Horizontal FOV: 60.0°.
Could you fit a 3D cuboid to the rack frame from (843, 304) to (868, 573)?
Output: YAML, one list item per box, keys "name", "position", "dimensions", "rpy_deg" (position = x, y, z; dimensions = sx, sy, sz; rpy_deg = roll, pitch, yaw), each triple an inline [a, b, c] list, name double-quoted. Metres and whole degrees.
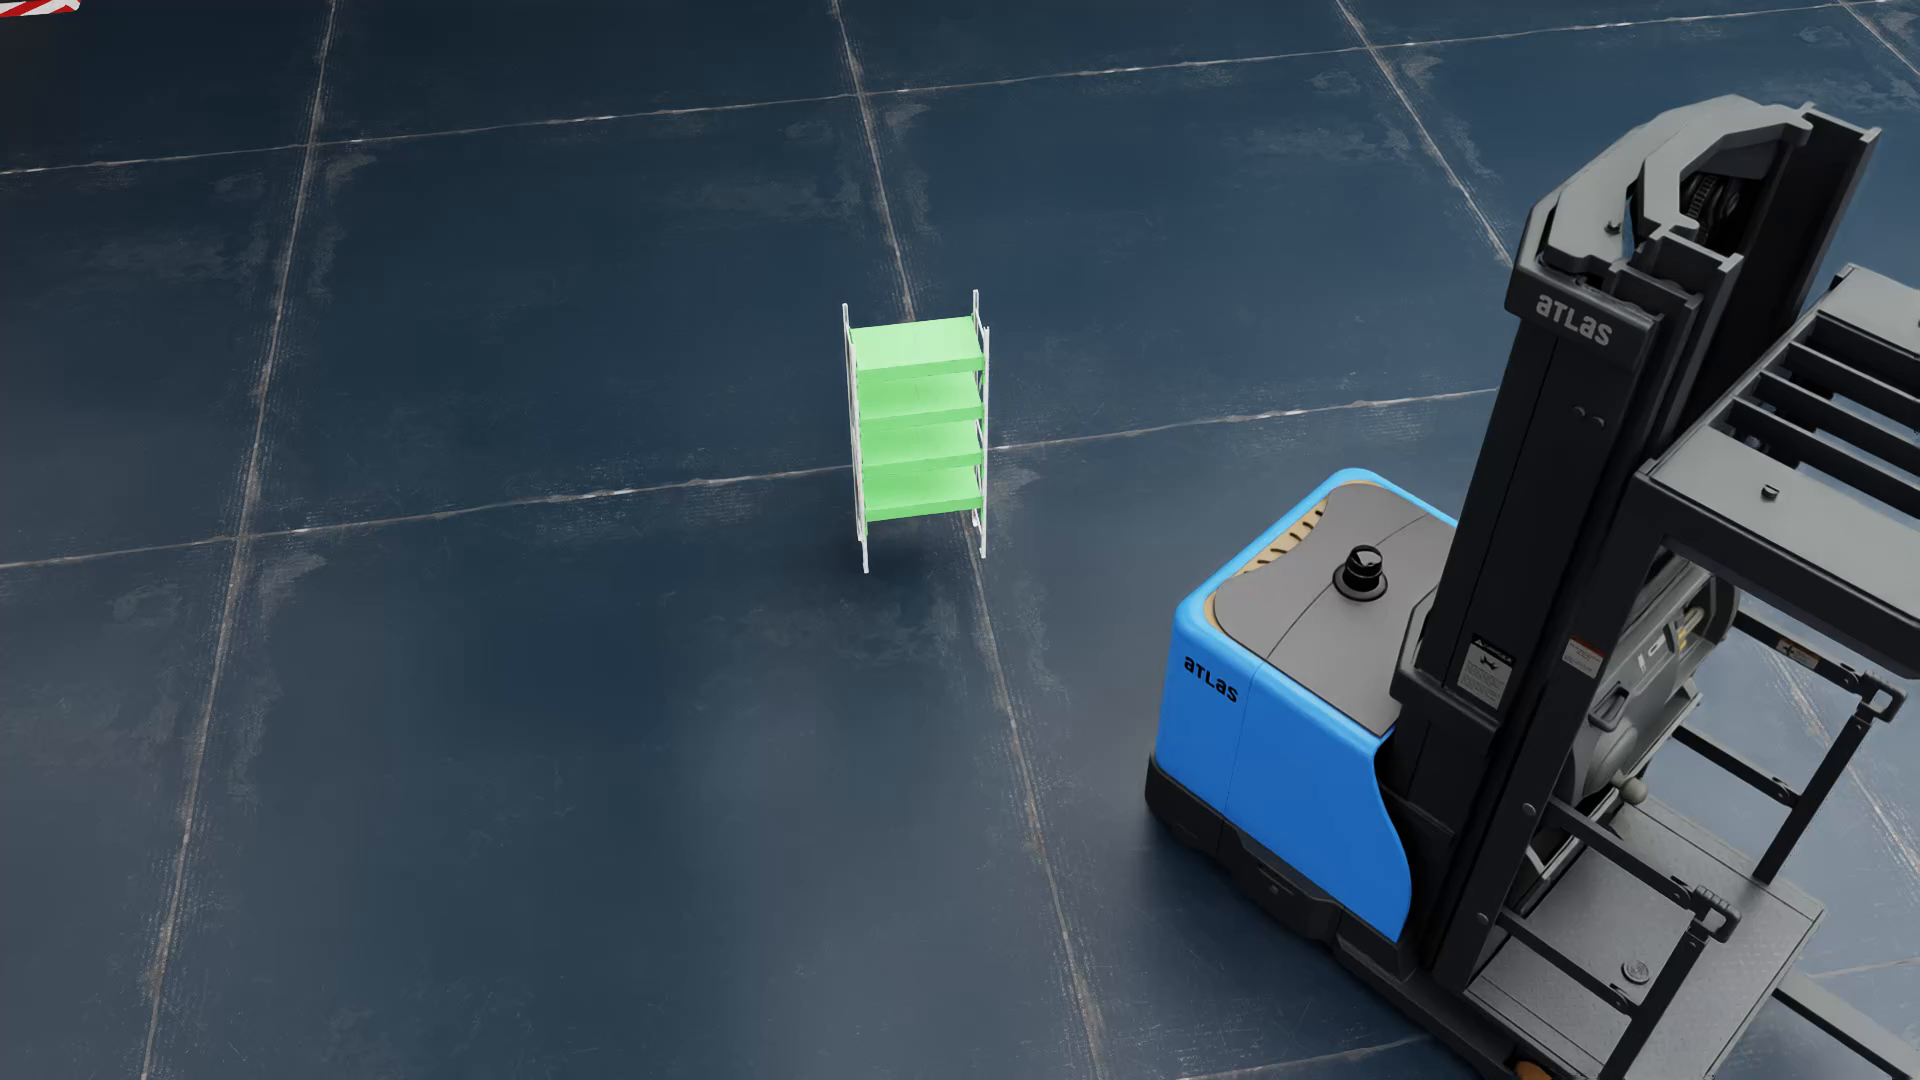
- name: "rack frame"
  position: [-0.404, -0.366, 6.463]
  dimensions: [0.015, 1.200, 0.240]
  rpy_deg: [-7, 46, -7]

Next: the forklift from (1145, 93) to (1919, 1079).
- name: "forklift"
  position: [2.065, 0.446, 4.478]
  dimensions: [3.031, 2.935, 1.130]
  rpy_deg: [35, 56, 29]

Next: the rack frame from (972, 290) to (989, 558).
- name: "rack frame"
  position: [0.077, -0.426, 6.520]
  dimensions: [0.015, 1.200, 0.240]
  rpy_deg: [-7, 46, -7]

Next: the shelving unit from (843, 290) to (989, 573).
- name: "shelving unit"
  position: [-0.163, -0.396, 6.491]
  dimensions: [0.503, 1.200, 0.258]
  rpy_deg: [-7, 46, -7]

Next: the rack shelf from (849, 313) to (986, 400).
- name: "rack shelf"
  position: [-0.163, -0.685, 6.192]
  dimensions: [0.480, 0.148, 0.258]
  rpy_deg: [-7, 46, -7]

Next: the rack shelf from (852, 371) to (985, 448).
- name: "rack shelf"
  position: [-0.163, -0.518, 6.365]
  dimensions: [0.480, 0.148, 0.258]
  rpy_deg: [-7, 46, -7]

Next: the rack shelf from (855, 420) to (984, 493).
- name: "rack shelf"
  position: [-0.163, -0.352, 6.538]
  dimensions: [0.480, 0.148, 0.258]
  rpy_deg: [-7, 46, -7]

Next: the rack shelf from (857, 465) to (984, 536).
- name: "rack shelf"
  position: [-0.163, -0.185, 6.710]
  dimensions: [0.480, 0.148, 0.258]
  rpy_deg: [-7, 46, -7]
